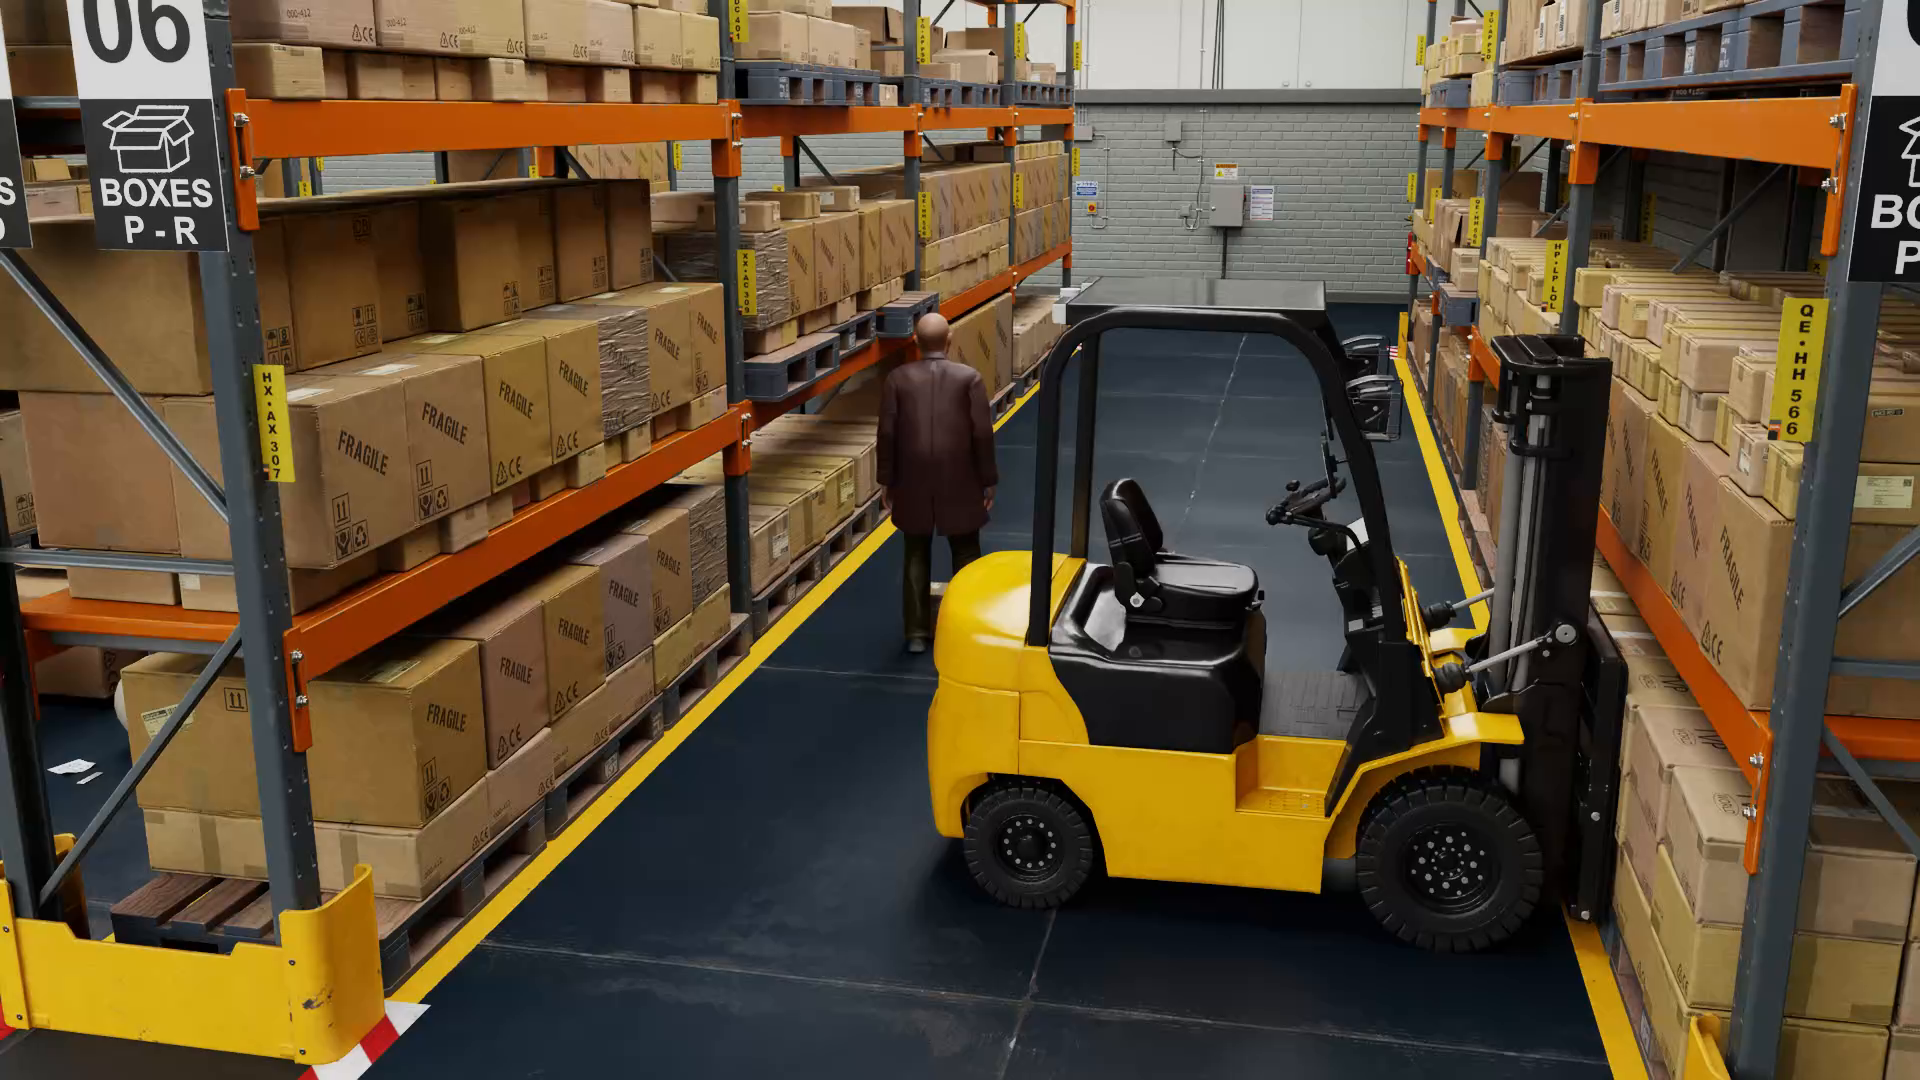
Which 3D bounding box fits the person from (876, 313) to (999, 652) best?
[{"bbox_3d":[-0.119,-0.291,8.675,0.644,1.772,0.433,2,15,7],"label":"person"}]
